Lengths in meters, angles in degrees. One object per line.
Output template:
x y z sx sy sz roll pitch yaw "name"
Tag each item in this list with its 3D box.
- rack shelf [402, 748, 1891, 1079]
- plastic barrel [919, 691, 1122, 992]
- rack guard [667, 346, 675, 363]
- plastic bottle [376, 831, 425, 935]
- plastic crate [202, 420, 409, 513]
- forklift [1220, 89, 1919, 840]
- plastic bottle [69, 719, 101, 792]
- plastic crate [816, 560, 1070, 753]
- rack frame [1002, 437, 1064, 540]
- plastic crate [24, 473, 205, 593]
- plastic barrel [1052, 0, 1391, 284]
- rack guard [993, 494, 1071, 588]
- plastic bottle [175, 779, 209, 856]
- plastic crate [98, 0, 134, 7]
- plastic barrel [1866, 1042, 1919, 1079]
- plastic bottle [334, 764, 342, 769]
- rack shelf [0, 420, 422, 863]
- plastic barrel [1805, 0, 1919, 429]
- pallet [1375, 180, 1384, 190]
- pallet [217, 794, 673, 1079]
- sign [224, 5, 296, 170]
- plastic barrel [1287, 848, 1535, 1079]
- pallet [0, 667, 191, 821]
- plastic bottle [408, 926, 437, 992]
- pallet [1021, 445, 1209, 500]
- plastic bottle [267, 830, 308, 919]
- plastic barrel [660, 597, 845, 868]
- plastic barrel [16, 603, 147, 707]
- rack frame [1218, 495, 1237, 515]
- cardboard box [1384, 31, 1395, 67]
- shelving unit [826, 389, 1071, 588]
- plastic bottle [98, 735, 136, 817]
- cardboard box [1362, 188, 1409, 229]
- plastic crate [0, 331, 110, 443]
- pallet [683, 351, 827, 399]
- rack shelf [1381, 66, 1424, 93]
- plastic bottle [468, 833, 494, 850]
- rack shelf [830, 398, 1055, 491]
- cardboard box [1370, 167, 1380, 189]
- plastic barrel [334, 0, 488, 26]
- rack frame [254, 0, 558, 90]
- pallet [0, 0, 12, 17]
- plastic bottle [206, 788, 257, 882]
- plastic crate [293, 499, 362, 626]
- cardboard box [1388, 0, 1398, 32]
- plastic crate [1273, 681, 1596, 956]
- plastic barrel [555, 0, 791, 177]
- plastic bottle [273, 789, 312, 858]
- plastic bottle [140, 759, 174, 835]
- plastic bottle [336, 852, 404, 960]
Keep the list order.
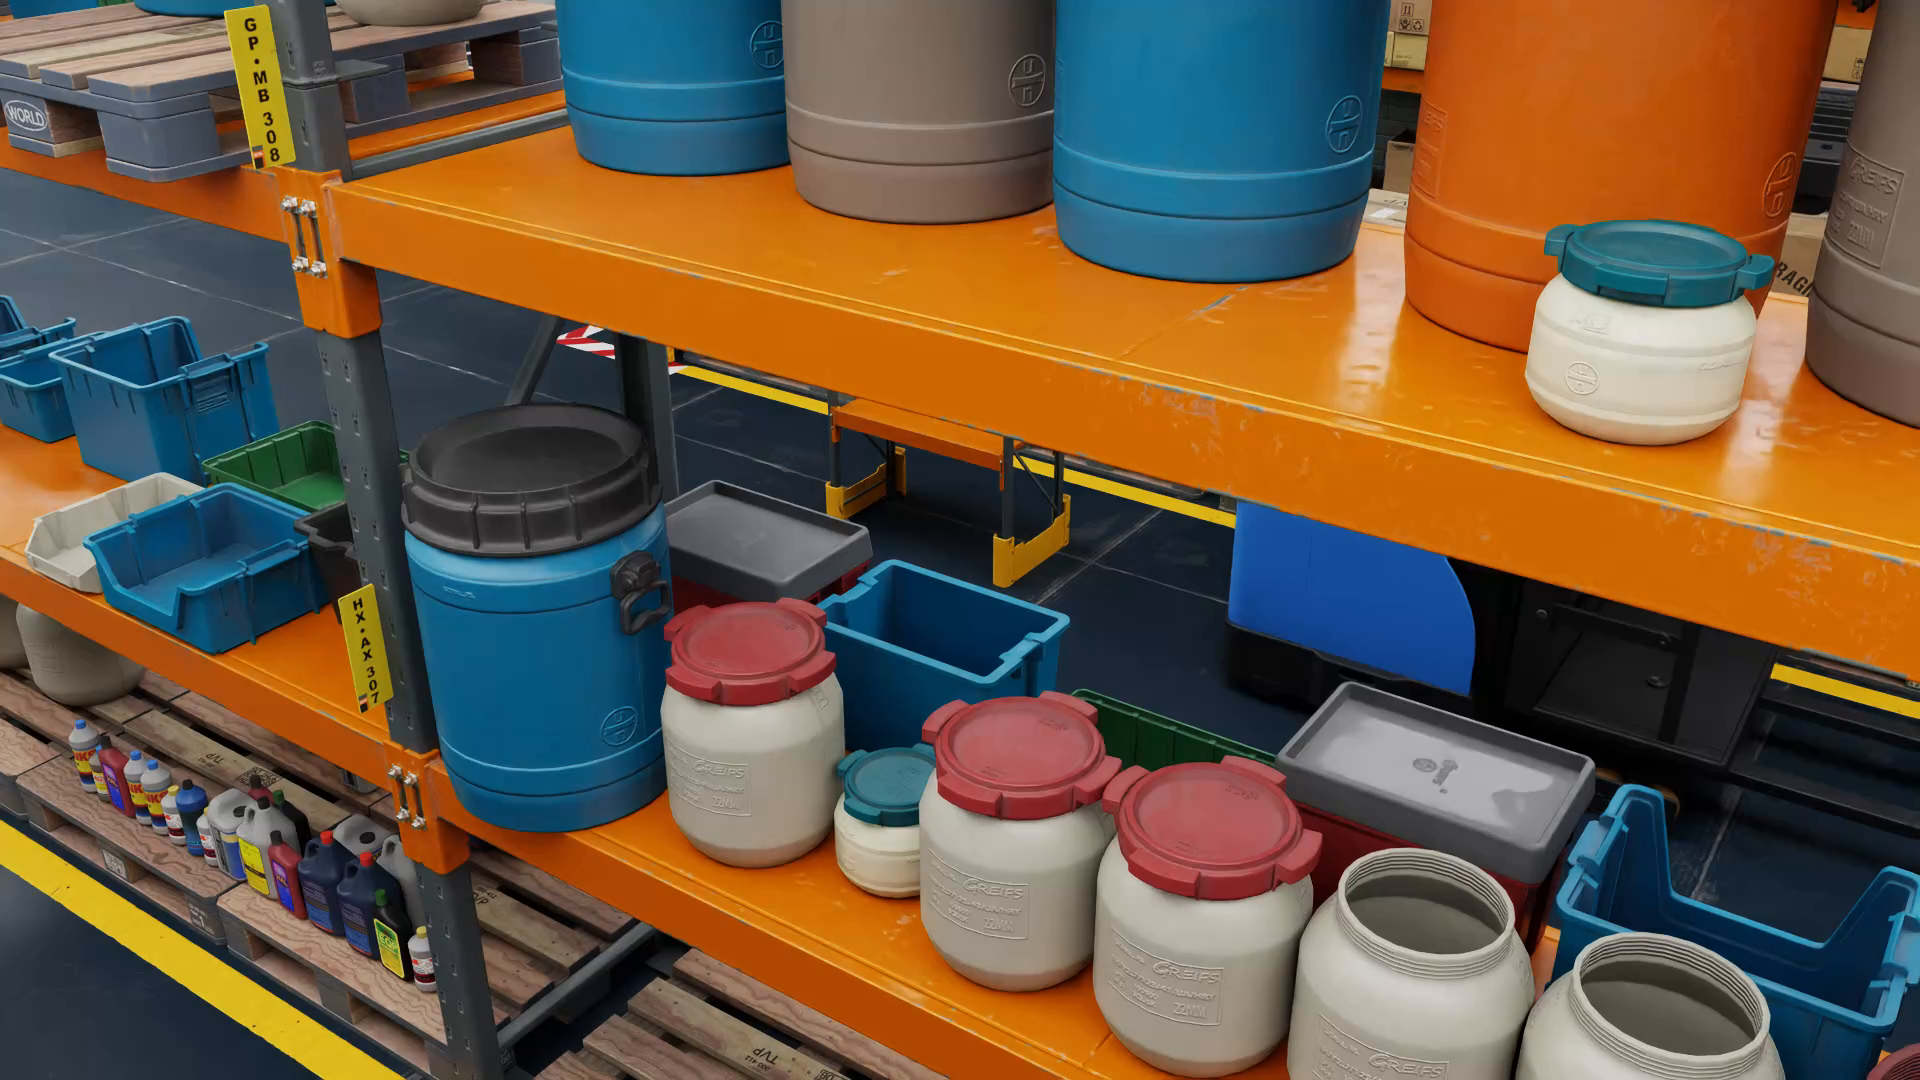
0.503 1.025 3.723 4.000 0.370 1.077 17 32 30 "rack shelf"
0.124 0.646 3.524 0.433 0.535 0.433 0 27 0 "plastic barrel"
-1.655 -1.580 10.803 0.348 0.500 1.175 17 32 30 "rack guard"
-1.758 1.063 5.289 0.185 0.351 0.144 17 32 30 "plastic bottle"
-2.104 -0.169 5.509 0.662 0.188 0.450 17 32 30 "plastic crate"
2.612 -0.510 6.020 3.031 2.935 1.130 17 31 30 "forklift"
-3.124 0.765 5.962 0.097 0.271 0.097 0 27 0 "plastic bottle"
-0.060 0.364 4.244 0.575 0.384 0.392 17 32 30 "plastic crate"
0.349 -0.560 7.696 0.032 1.500 0.500 17 32 30 "rack frame"
-2.627 -0.014 5.262 0.437 0.136 0.530 17 32 30 "plastic crate"
0.475 -0.985 3.017 0.708 0.901 0.600 17 32 30 "plastic barrel"
0.348 -0.003 7.980 0.087 0.250 0.587 17 32 30 "rack guard"
-2.592 0.931 5.637 0.097 0.271 0.097 0 27 0 "plastic bottle"
-2.292 -1.559 4.933 0.450 0.188 0.336 17 32 30 "plastic crate"
1.598 1.151 2.531 0.708 0.536 0.600 17 32 30 "plastic barrel"
-2.267 0.730 6.109 0.097 0.201 0.097 0 27 0 "plastic bottle"
-2.794 -0.003 5.741 4.000 0.370 1.077 17 32 30 "rack shelf"
1.598 -0.635 2.330 0.600 0.901 0.600 0 27 0 "plastic barrel"
2.880 -2.743 13.407 1.213 0.211 1.003 17 32 30 "pallet"
-1.675 1.245 5.571 1.213 0.211 1.003 17 32 30 "pallet"
-1.466 -0.948 3.488 0.005 0.325 0.100 17 32 30 "sign"
0.836 0.875 3.100 0.421 0.512 0.421 0 27 0 "plastic barrel"
-3.687 0.619 6.802 1.213 0.211 1.003 17 32 30 "pallet"
-1.621 1.265 5.058 0.097 0.201 0.097 0 27 0 "plastic bottle"
1.030 -0.638 9.270 1.213 0.211 1.003 17 32 30 "pallet"
-2.155 1.072 5.347 0.133 0.283 0.061 20 33 34 "plastic bottle"
-0.481 0.457 3.894 0.433 0.535 0.433 0 27 0 "plastic barrel"
-3.443 0.354 6.527 0.421 0.512 0.421 0 27 0 "plastic barrel"
1.662 -1.661 8.206 0.127 3.000 1.000 17 32 30 "rack frame"
3.072 -3.718 12.392 0.500 0.250 0.500 17 32 30 "cardboard box"
-0.063 -0.688 7.948 1.083 1.500 0.587 17 32 30 "shelving unit"
-2.948 0.825 5.832 0.133 0.283 0.061 18 32 31 "plastic bottle"
2.093 -1.484 8.023 0.500 0.250 0.500 20 33 33 "cardboard box"
-3.328 -0.585 6.256 0.408 0.251 0.499 17 32 30 "plastic crate"
-0.981 -1.264 10.501 1.213 0.211 1.003 17 32 30 "pallet"
2.815 -3.706 13.019 4.000 0.370 1.077 17 32 30 "rack shelf"
-1.657 0.866 5.676 0.185 0.351 0.144 17 32 30 "plastic bottle"
-0.070 -0.530 8.034 1.000 0.185 0.538 17 32 30 "rack shelf"
3.157 -2.857 13.215 0.250 0.149 0.380 15 30 26 "cardboard box"
-1.389 -1.567 4.129 0.421 0.512 0.421 0 27 0 "plastic barrel"
-1.145 -2.483 3.208 0.127 3.000 1.000 17 32 30 "rack frame"
-3.816 -1.840 5.460 1.213 0.211 1.003 17 32 30 "pallet"
-2.395 0.975 5.545 0.135 0.276 0.152 18 32 31 "plastic bottle"
-1.505 0.036 4.940 0.504 0.338 0.767 17 32 30 "plastic crate"
3.075 -4.055 12.227 0.500 0.500 0.500 16 31 29 "cardboard box"
0.993 0.660 3.576 0.583 0.464 0.402 17 32 30 "plastic crate"
-0.603 -1.320 3.677 0.708 0.901 0.600 17 32 30 "plastic barrel"
-2.227 0.970 5.546 0.133 0.283 0.061 17 32 30 "plastic bottle"
-2.759 0.879 5.739 0.097 0.271 0.097 0 27 0 "plastic bottle"
-1.839 1.117 5.183 0.185 0.351 0.144 16 31 29 "plastic bottle"
